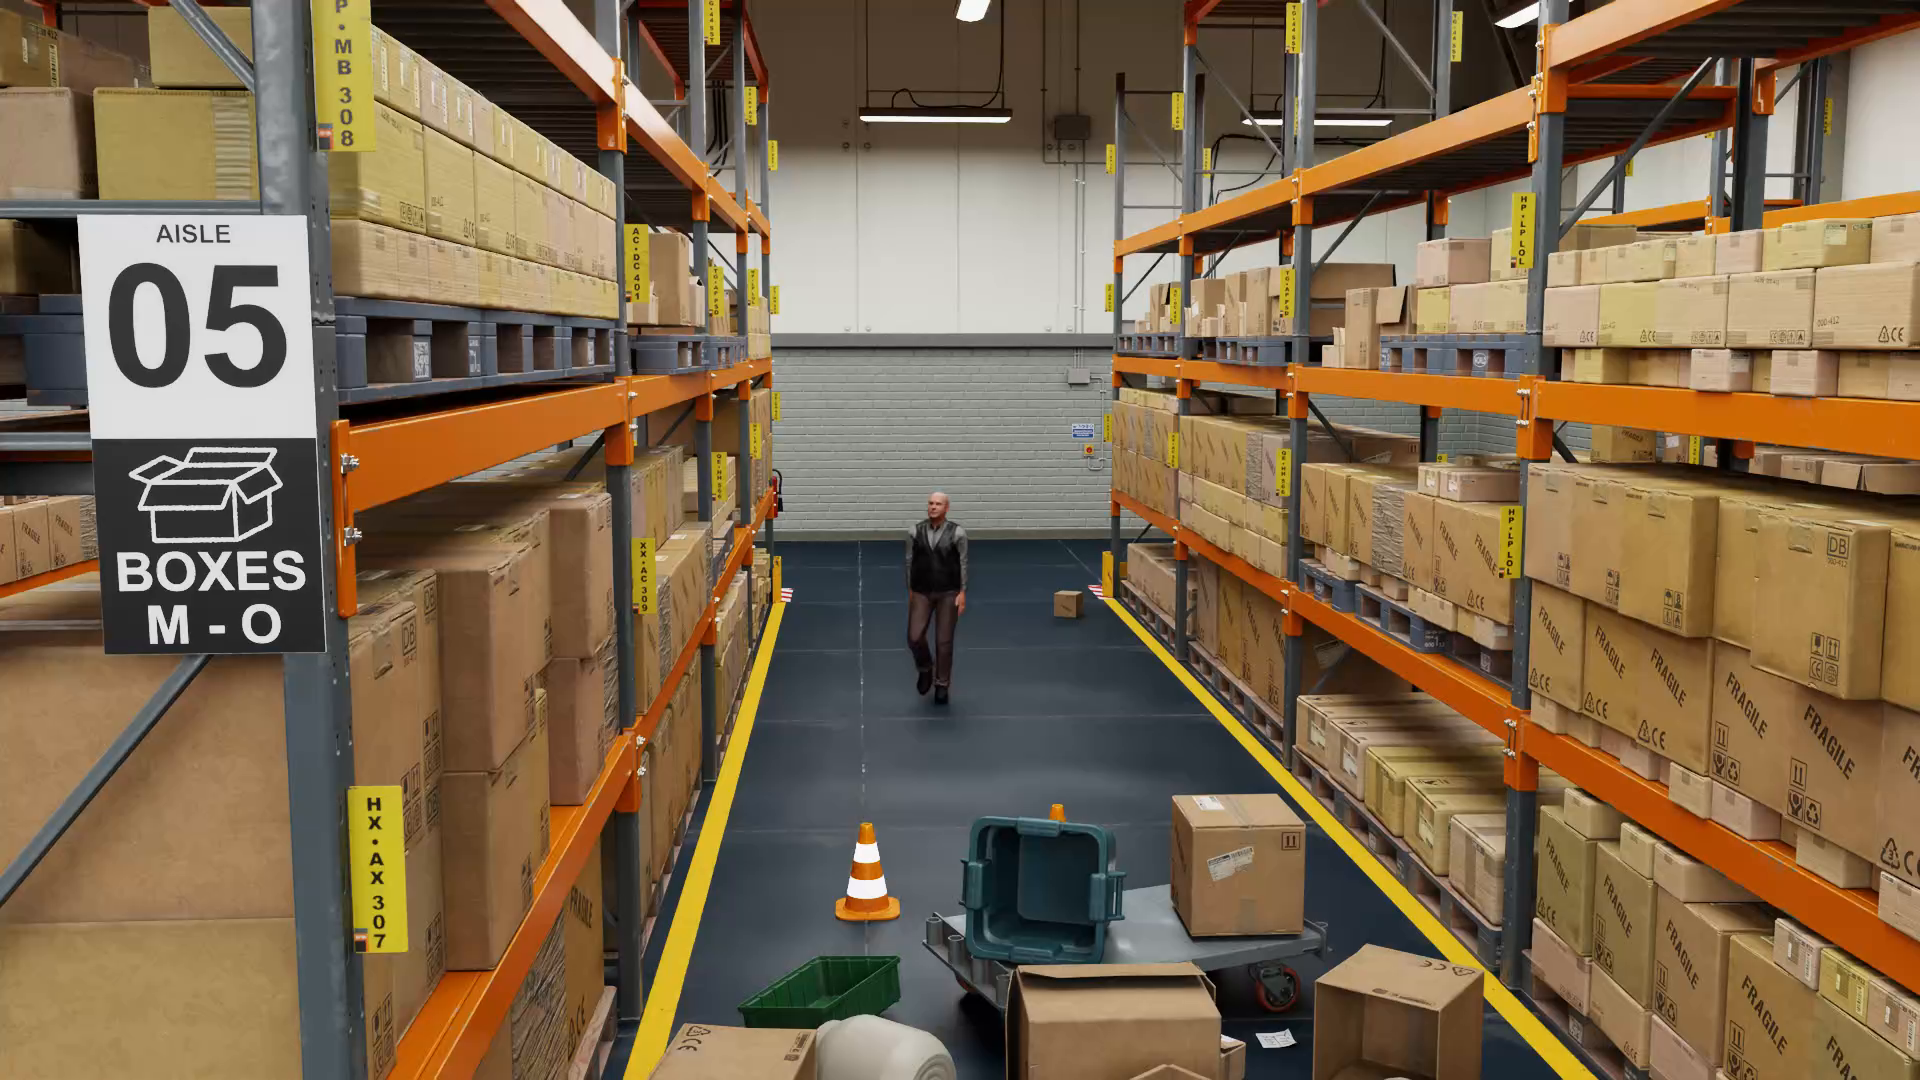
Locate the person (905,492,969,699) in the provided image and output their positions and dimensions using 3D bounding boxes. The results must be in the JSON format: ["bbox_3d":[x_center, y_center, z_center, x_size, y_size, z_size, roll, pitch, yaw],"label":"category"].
[{"bbox_3d":[-0.201,0.460,13.791,0.537,1.713,0.476,1,7,7],"label":"person"}]
